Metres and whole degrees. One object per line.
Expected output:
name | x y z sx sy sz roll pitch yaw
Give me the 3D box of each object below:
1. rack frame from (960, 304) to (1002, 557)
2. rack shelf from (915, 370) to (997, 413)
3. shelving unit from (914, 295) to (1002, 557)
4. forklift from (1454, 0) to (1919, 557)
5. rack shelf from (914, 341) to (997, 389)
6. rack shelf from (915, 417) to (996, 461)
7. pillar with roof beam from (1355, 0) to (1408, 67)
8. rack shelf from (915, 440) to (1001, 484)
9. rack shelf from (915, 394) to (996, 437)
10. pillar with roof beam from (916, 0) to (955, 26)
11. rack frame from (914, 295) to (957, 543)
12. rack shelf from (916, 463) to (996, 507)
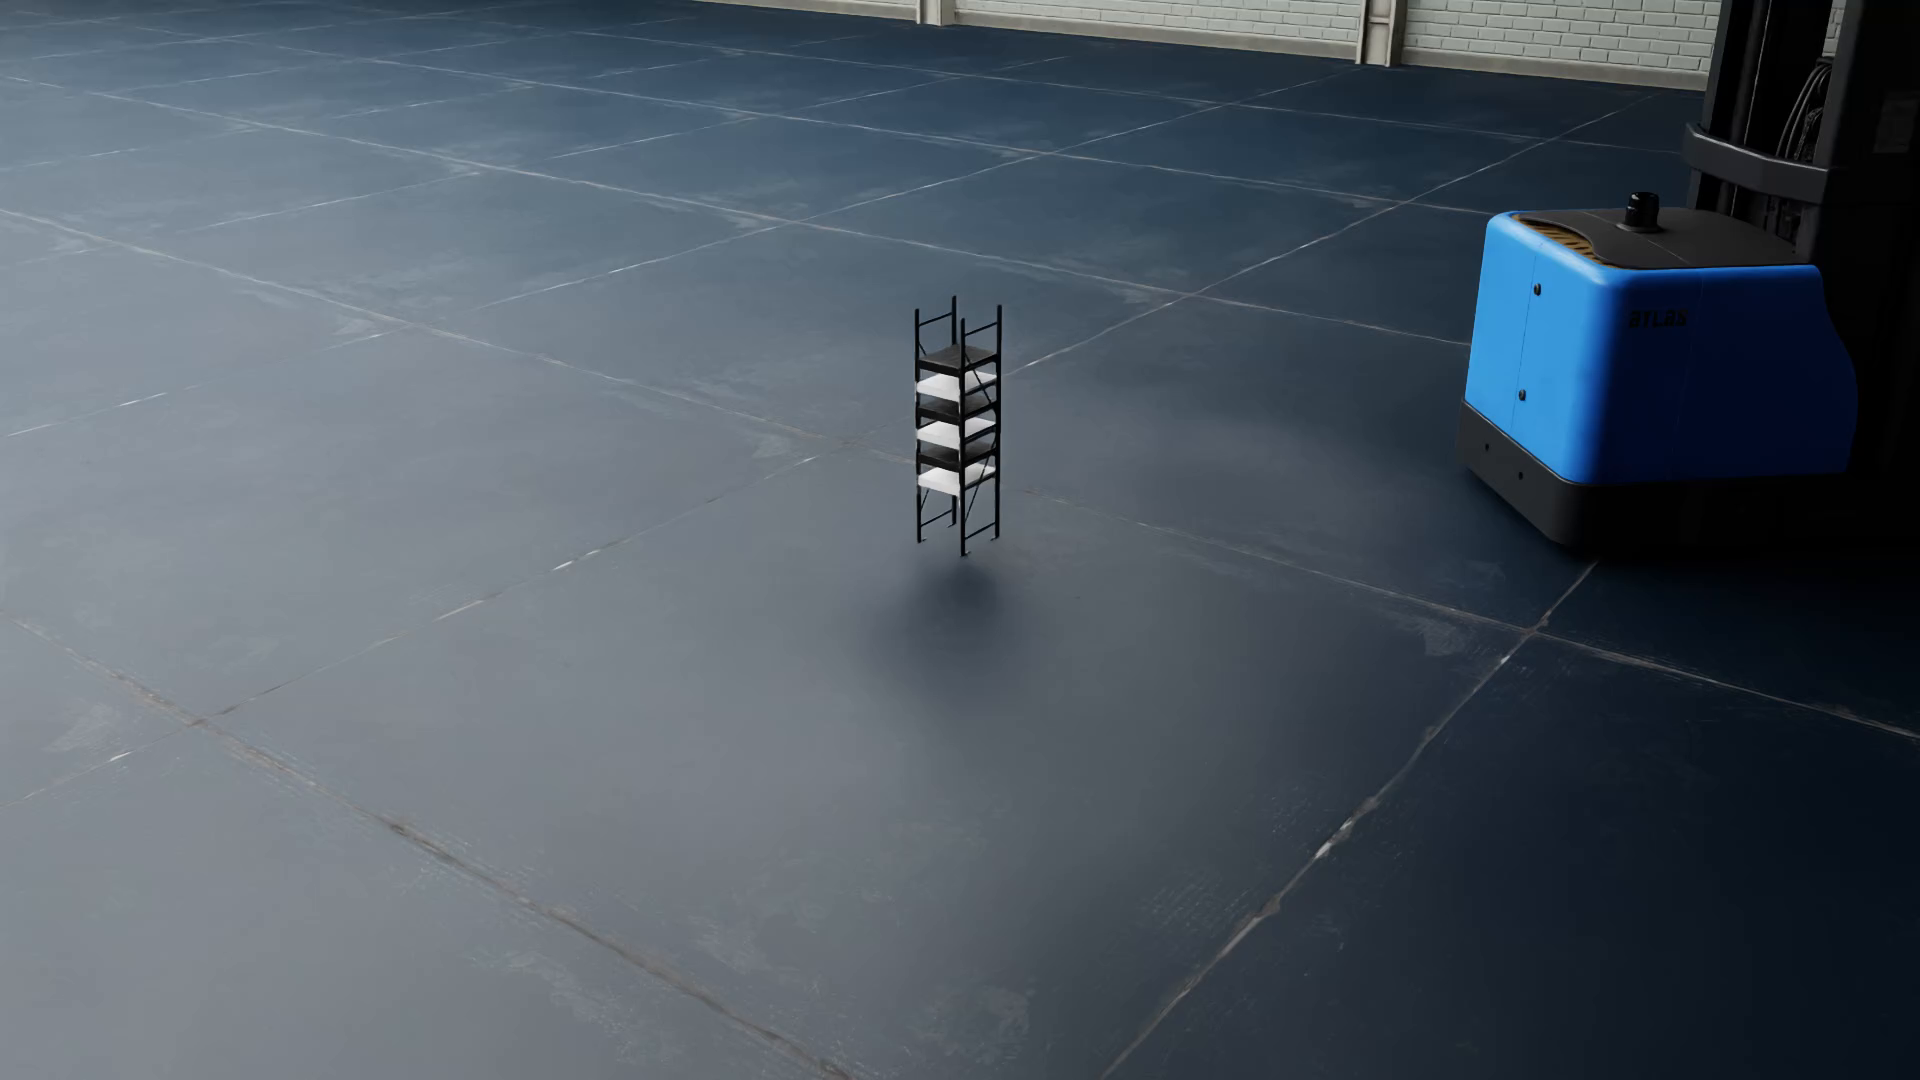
rack frame | 0.075 -0.389 6.017 0.006 0.900 0.240 17 29 33
rack shelf | -0.006 -0.548 6.014 0.200 0.077 0.258 17 29 33
shelving unit | -0.006 -0.414 6.073 0.210 0.900 0.258 17 29 33
forklift | 3.600 -1.531 6.089 3.031 2.935 1.130 -3 24 -7
rack shelf | -0.006 -0.630 5.978 0.200 0.077 0.258 17 29 33
rack shelf | -0.006 -0.383 6.086 0.200 0.077 0.258 17 29 33
pillar with roof beam | 1.913 -7.849 12.903 0.400 9.000 9.100 17 29 33
rack shelf | -0.006 -0.301 6.123 0.200 0.077 0.258 17 29 33
rack shelf | -0.006 -0.466 6.050 0.200 0.077 0.258 17 29 33
pillar with roof beam | -2.888 -9.300 16.196 0.400 9.000 9.100 17 29 33
rack frame | -0.088 -0.438 6.129 0.006 0.900 0.240 17 29 33
rack shelf | -0.006 -0.219 6.159 0.200 0.077 0.258 17 29 33
